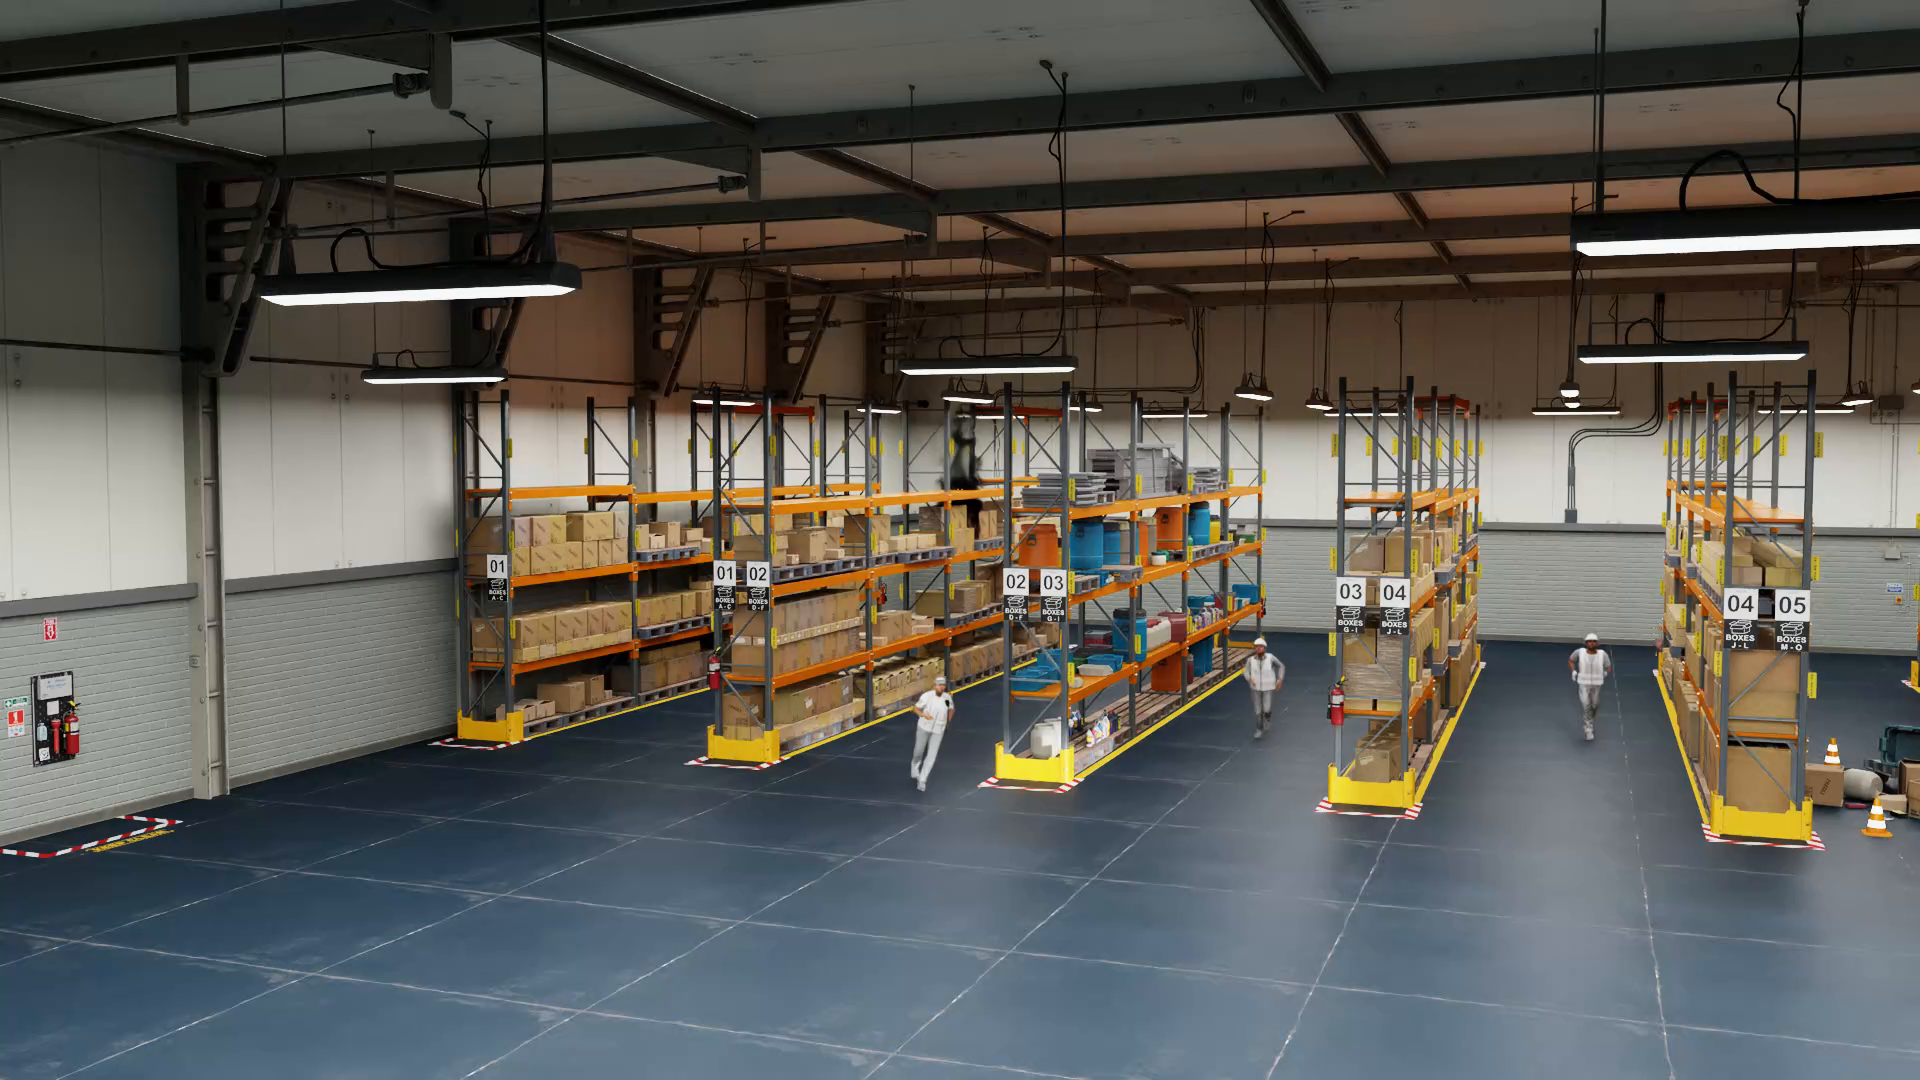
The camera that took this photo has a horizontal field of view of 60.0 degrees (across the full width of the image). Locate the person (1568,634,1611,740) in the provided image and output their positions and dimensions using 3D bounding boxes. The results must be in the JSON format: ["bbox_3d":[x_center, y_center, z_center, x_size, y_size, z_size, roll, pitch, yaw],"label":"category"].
[{"bbox_3d":[10.937,2.515,28.848,0.682,1.789,0.987,1,3,12],"label":"person"}]

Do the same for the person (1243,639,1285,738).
[{"bbox_3d":[5.214,2.563,28.623,0.682,1.734,0.703,1,3,19],"label":"person"}]

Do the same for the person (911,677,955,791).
[{"bbox_3d":[-0.394,2.838,24.709,0.651,1.640,0.893,0,3,-5],"label":"person"}]

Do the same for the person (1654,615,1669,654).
[{"bbox_3d":[15.993,2.122,37.566,0.578,1.620,0.640,0,3,8],"label":"person"}]
